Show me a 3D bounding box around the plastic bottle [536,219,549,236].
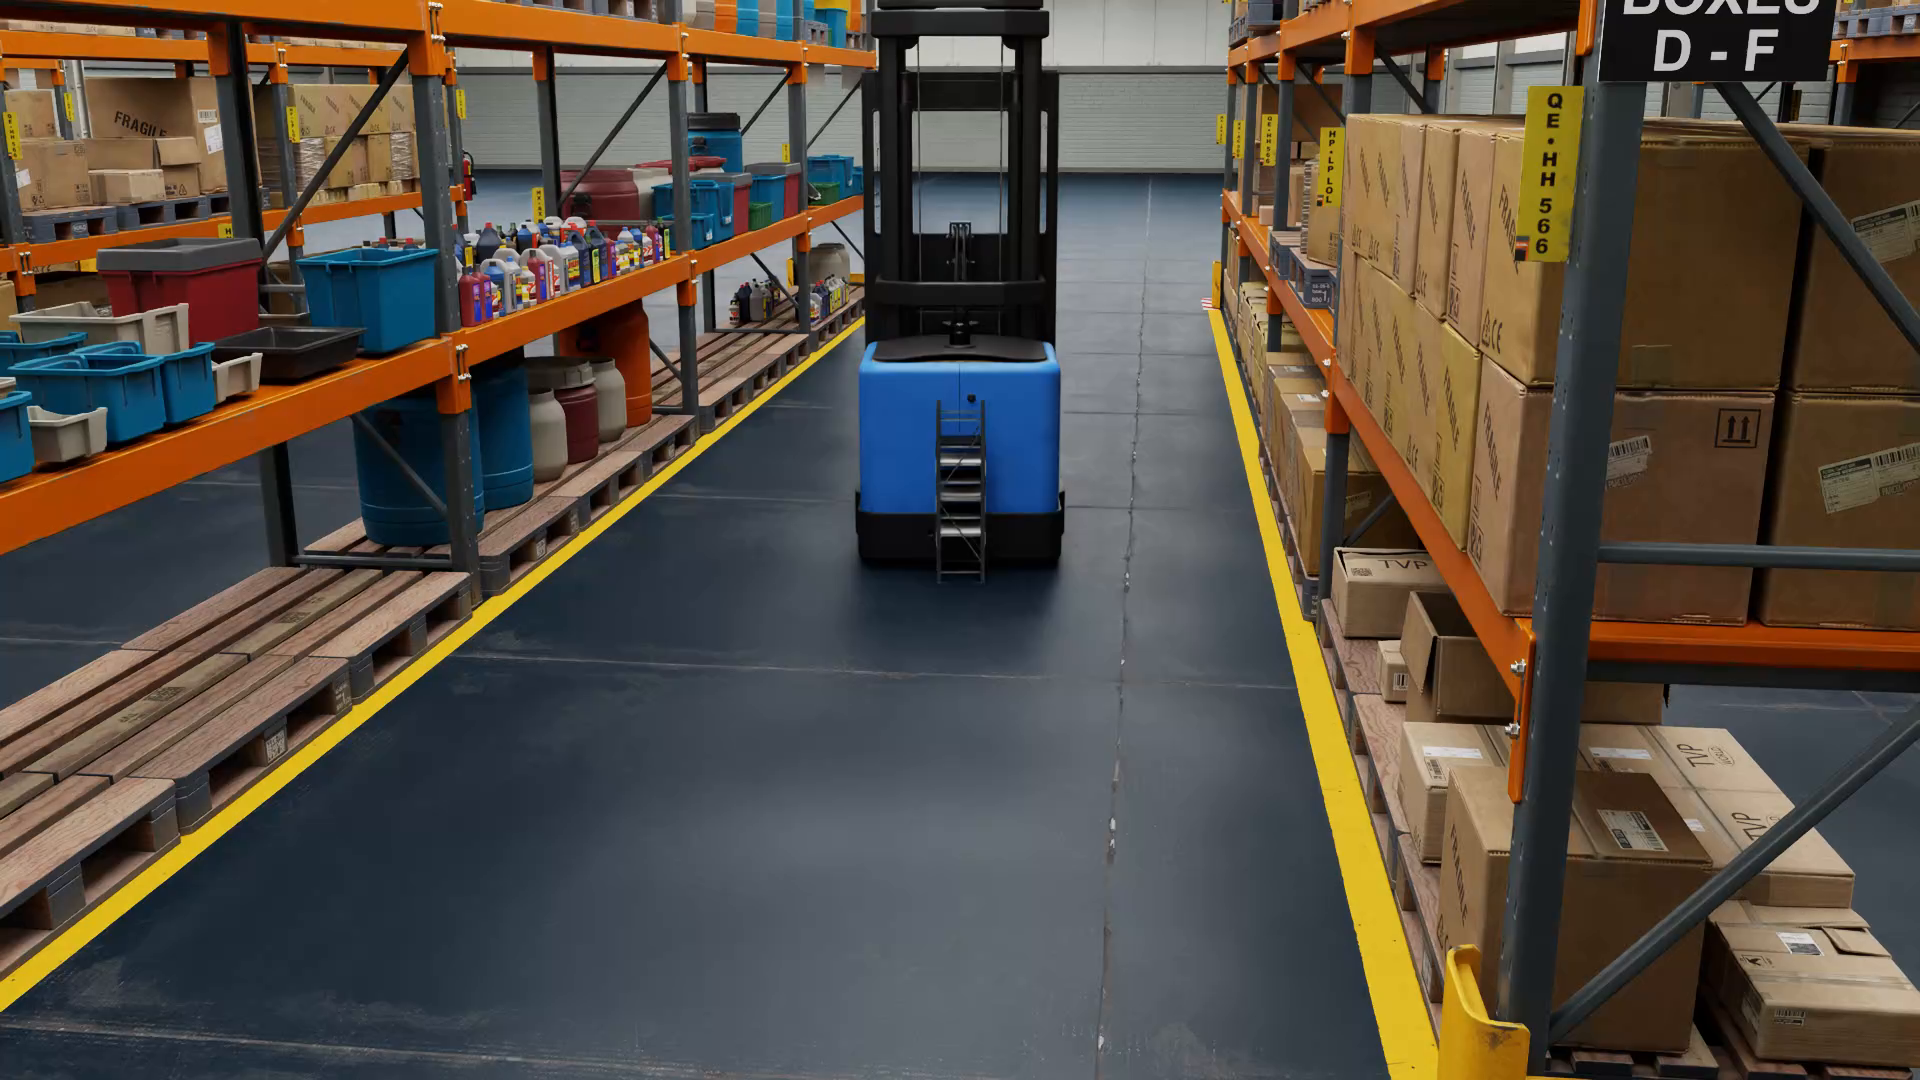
[{"bbox_3d":[-2.767,-1.985,11.004,0.097,0.271,0.097,0,15,0],"label":"plastic bottle"}]

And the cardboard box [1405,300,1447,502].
[{"bbox_3d":[1.559,-0.394,4.680,0.500,0.500,0.500,2,15,7],"label":"cardboard box"}]

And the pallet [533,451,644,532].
[{"bbox_3d":[-2.544,-0.312,9.911,1.003,0.211,1.213,2,15,6],"label":"pallet"}]

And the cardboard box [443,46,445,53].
[{"bbox_3d":[-6.177,-5.643,18.826,0.500,0.250,0.500,2,15,8],"label":"cardboard box"}]

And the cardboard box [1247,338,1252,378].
[{"bbox_3d":[2.552,-1.449,13.237,0.500,0.250,0.500,2,15,7],"label":"cardboard box"}]

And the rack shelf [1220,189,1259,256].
[{"bbox_3d":[3.242,-3.241,16.781,1.077,0.370,4.000,2,15,6],"label":"rack shelf"}]

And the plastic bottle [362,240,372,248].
[{"bbox_3d":[-3.029,-1.366,8.562,0.144,0.351,0.185,2,15,6],"label":"plastic bottle"}]

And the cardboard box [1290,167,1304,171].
[{"bbox_3d":[2.797,-2.653,13.035,0.500,0.500,0.500,2,15,6],"label":"cardboard box"}]

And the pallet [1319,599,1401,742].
[{"bbox_3d":[2.035,0.529,6.800,1.003,0.211,1.213,2,15,6],"label":"pallet"}]

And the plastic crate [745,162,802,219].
[{"bbox_3d":[-1.656,-3.113,14.805,0.402,0.464,0.583,2,15,6],"label":"plastic crate"}]

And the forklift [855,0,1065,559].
[{"bbox_3d":[0.002,-1.644,9.626,1.130,2.935,3.031,0,15,0],"label":"forklift"}]

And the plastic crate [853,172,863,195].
[{"bbox_3d":[-1.292,-3.875,18.033,0.499,0.251,0.408,2,15,6],"label":"plastic crate"}]

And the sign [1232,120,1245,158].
[{"bbox_3d":[2.465,-3.542,14.704,0.100,0.325,0.005,2,15,6],"label":"sign"}]

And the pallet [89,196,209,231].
[{"bbox_3d":[-7.095,-2.747,13.943,1.003,0.211,1.213,2,15,6],"label":"pallet"}]

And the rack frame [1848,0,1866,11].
[{"bbox_3d":[7.939,-5.821,13.449,1.000,3.000,0.127,2,15,6],"label":"rack frame"}]

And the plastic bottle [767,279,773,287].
[{"bbox_3d":[-2.007,-2.599,17.413,0.097,0.271,0.097,0,15,0],"label":"plastic bottle"}]

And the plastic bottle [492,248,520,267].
[{"bbox_3d":[-2.424,-1.435,8.961,0.152,0.276,0.135,2,15,6],"label":"plastic bottle"}]

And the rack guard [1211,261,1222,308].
[{"bbox_3d":[3.470,-2.907,18.954,1.175,0.500,0.348,2,15,6],"label":"rack guard"}]

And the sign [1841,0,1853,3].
[{"bbox_3d":[7.399,-4.636,13.825,0.100,0.325,0.005,2,15,6],"label":"sign"}]

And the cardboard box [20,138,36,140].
[{"bbox_3d":[-11.329,-4.404,19.415,0.875,0.550,0.550,2,15,6],"label":"cardboard box"}]

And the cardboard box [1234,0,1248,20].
[{"bbox_3d":[3.009,-5.451,16.564,0.500,0.500,0.500,2,15,6],"label":"cardboard box"}]

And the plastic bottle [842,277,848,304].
[{"bbox_3d":[-1.220,-2.635,17.522,0.061,0.283,0.133,2,15,8],"label":"plastic bottle"}]

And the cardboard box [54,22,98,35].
[{"bbox_3d":[-6.913,-3.948,12.558,0.500,0.250,0.500,2,15,8],"label":"cardboard box"}]

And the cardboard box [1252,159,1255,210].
[{"bbox_3d":[3.113,-3.370,15.688,0.700,0.500,0.500,2,15,6],"label":"cardboard box"}]

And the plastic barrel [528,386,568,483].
[{"bbox_3d":[-2.497,-0.612,9.639,0.421,0.512,0.421,0,15,0],"label":"plastic barrel"}]

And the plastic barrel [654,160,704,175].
[{"bbox_3d":[-2.314,-2.850,13.696,0.433,0.535,0.433,0,15,0],"label":"plastic barrel"}]

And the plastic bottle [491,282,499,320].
[{"bbox_3d":[-2.333,-1.194,8.210,0.097,0.201,0.097,0,15,0],"label":"plastic bottle"}]

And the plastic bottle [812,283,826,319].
[{"bbox_3d":[-1.402,-2.347,16.329,0.144,0.351,0.185,2,15,8],"label":"plastic bottle"}]

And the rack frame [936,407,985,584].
[{"bbox_3d":[0.003,-0.213,8.227,0.240,0.900,0.006,0,15,0],"label":"rack frame"}]

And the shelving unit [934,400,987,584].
[{"bbox_3d":[0.004,-0.240,8.325,0.258,0.900,0.210,0,15,0],"label":"shelving unit"}]

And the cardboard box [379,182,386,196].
[{"bbox_3d":[-6.364,-3.744,17.742,0.380,0.149,0.250,2,15,6],"label":"cardboard box"}]

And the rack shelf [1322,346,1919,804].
[{"bbox_3d":[1.888,-0.129,5.271,1.077,0.370,4.000,2,15,6],"label":"rack shelf"}]

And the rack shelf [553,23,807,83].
[{"bbox_3d":[-2.131,-3.799,13.096,1.077,0.370,4.000,2,15,6],"label":"rack shelf"}]

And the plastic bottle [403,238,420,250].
[{"bbox_3d":[-2.865,-1.410,8.723,0.144,0.351,0.185,2,15,6],"label":"plastic bottle"}]

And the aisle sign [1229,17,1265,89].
[{"bbox_3d":[3.171,-5.388,18.362,0.394,0.787,0.004,2,15,6],"label":"aisle sign"}]

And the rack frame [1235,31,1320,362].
[{"bbox_3d":[3.016,-3.070,14.768,1.000,3.000,0.127,2,15,6],"label":"rack frame"}]

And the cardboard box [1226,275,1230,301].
[{"bbox_3d":[3.133,-2.720,17.939,0.500,0.250,0.500,2,15,6],"label":"cardboard box"}]

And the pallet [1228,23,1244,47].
[{"bbox_3d":[3.362,-5.330,17.550,1.003,0.211,1.213,2,15,6],"label":"pallet"}]

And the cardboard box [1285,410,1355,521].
[{"bbox_3d":[2.006,-0.395,8.823,0.500,0.500,0.500,2,15,7],"label":"cardboard box"}]

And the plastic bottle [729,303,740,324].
[{"bbox_3d":[-2.174,-2.181,16.001,0.097,0.201,0.097,0,15,0],"label":"plastic bottle"}]

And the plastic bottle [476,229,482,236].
[{"bbox_3d":[-2.902,-1.722,10.007,0.061,0.283,0.133,2,15,6],"label":"plastic bottle"}]

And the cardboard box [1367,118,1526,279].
[{"bbox_3d":[1.665,-1.145,5.542,0.500,0.500,0.500,1,15,5],"label":"cardboard box"}]

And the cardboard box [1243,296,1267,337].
[{"bbox_3d":[2.603,-1.852,13.654,0.500,0.311,0.500,1,15,4],"label":"cardboard box"}]

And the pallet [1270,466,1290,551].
[{"bbox_3d":[2.303,-0.178,9.417,1.003,0.211,1.213,2,15,6],"label":"pallet"}]

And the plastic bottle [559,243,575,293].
[{"bbox_3d":[-2.206,-1.518,9.276,0.097,0.271,0.097,0,15,0],"label":"plastic bottle"}]

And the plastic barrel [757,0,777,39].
[{"bbox_3d":[-1.821,-4.599,13.716,0.600,0.901,0.600,0,15,0],"label":"plastic barrel"}]

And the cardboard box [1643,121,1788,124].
[{"bbox_3d":[2.144,-0.993,4.981,0.500,0.500,0.500,2,15,6],"label":"cardboard box"}]

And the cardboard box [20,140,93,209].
[{"bbox_3d":[-7.293,-2.865,13.015,0.700,0.500,0.500,4,16,15],"label":"cardboard box"}]

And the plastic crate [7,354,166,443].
[{"bbox_3d":[-2.756,-0.448,5.279,0.416,0.233,0.300,2,15,6],"label":"plastic crate"}]

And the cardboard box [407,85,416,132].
[{"bbox_3d":[-6.242,-4.795,18.471,0.500,0.500,0.500,2,15,6],"label":"cardboard box"}]

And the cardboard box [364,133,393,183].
[{"bbox_3d":[-6.569,-4.059,17.665,0.875,0.500,0.500,2,15,6],"label":"cardboard box"}]

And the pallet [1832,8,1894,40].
[{"bbox_3d":[7.763,-4.125,13.285,1.213,0.211,1.003,2,15,6],"label":"pallet"}]

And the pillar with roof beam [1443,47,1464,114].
[{"bbox_3d":[7.601,-13.003,40.009,9.100,9.000,0.400,2,15,6],"label":"pillar with roof beam"}]

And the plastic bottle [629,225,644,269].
[{"bbox_3d":[-2.057,-1.860,10.540,0.097,0.271,0.097,0,15,0],"label":"plastic bottle"}]
